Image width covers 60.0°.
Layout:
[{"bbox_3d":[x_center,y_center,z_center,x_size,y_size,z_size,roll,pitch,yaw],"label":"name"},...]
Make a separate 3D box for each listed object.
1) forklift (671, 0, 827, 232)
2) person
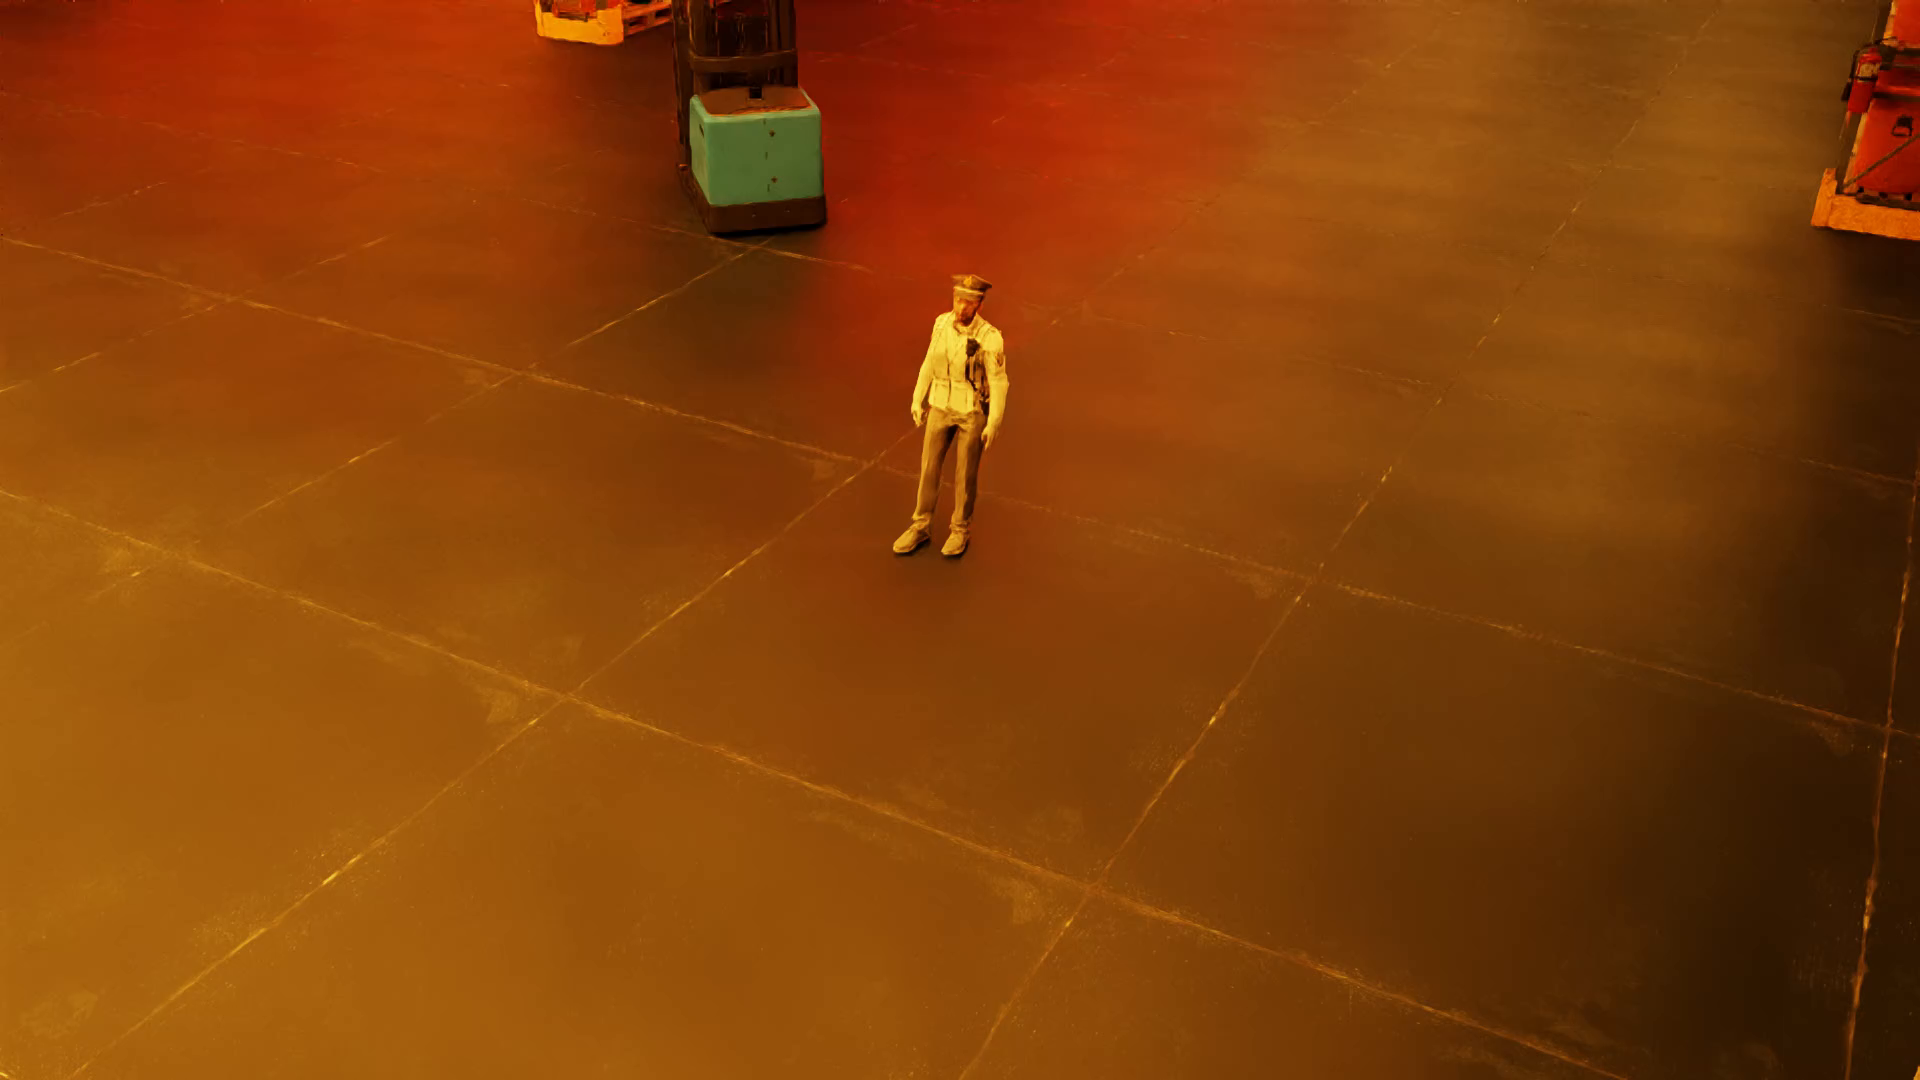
[{"bbox_3d":[-2.094,-4.677,15.174,1.130,2.935,3.031,-9,31,-14],"label":"forklift"},{"bbox_3d":[-0.039,-0.713,9.527,0.586,1.695,0.532,15,33,25],"label":"person"}]
